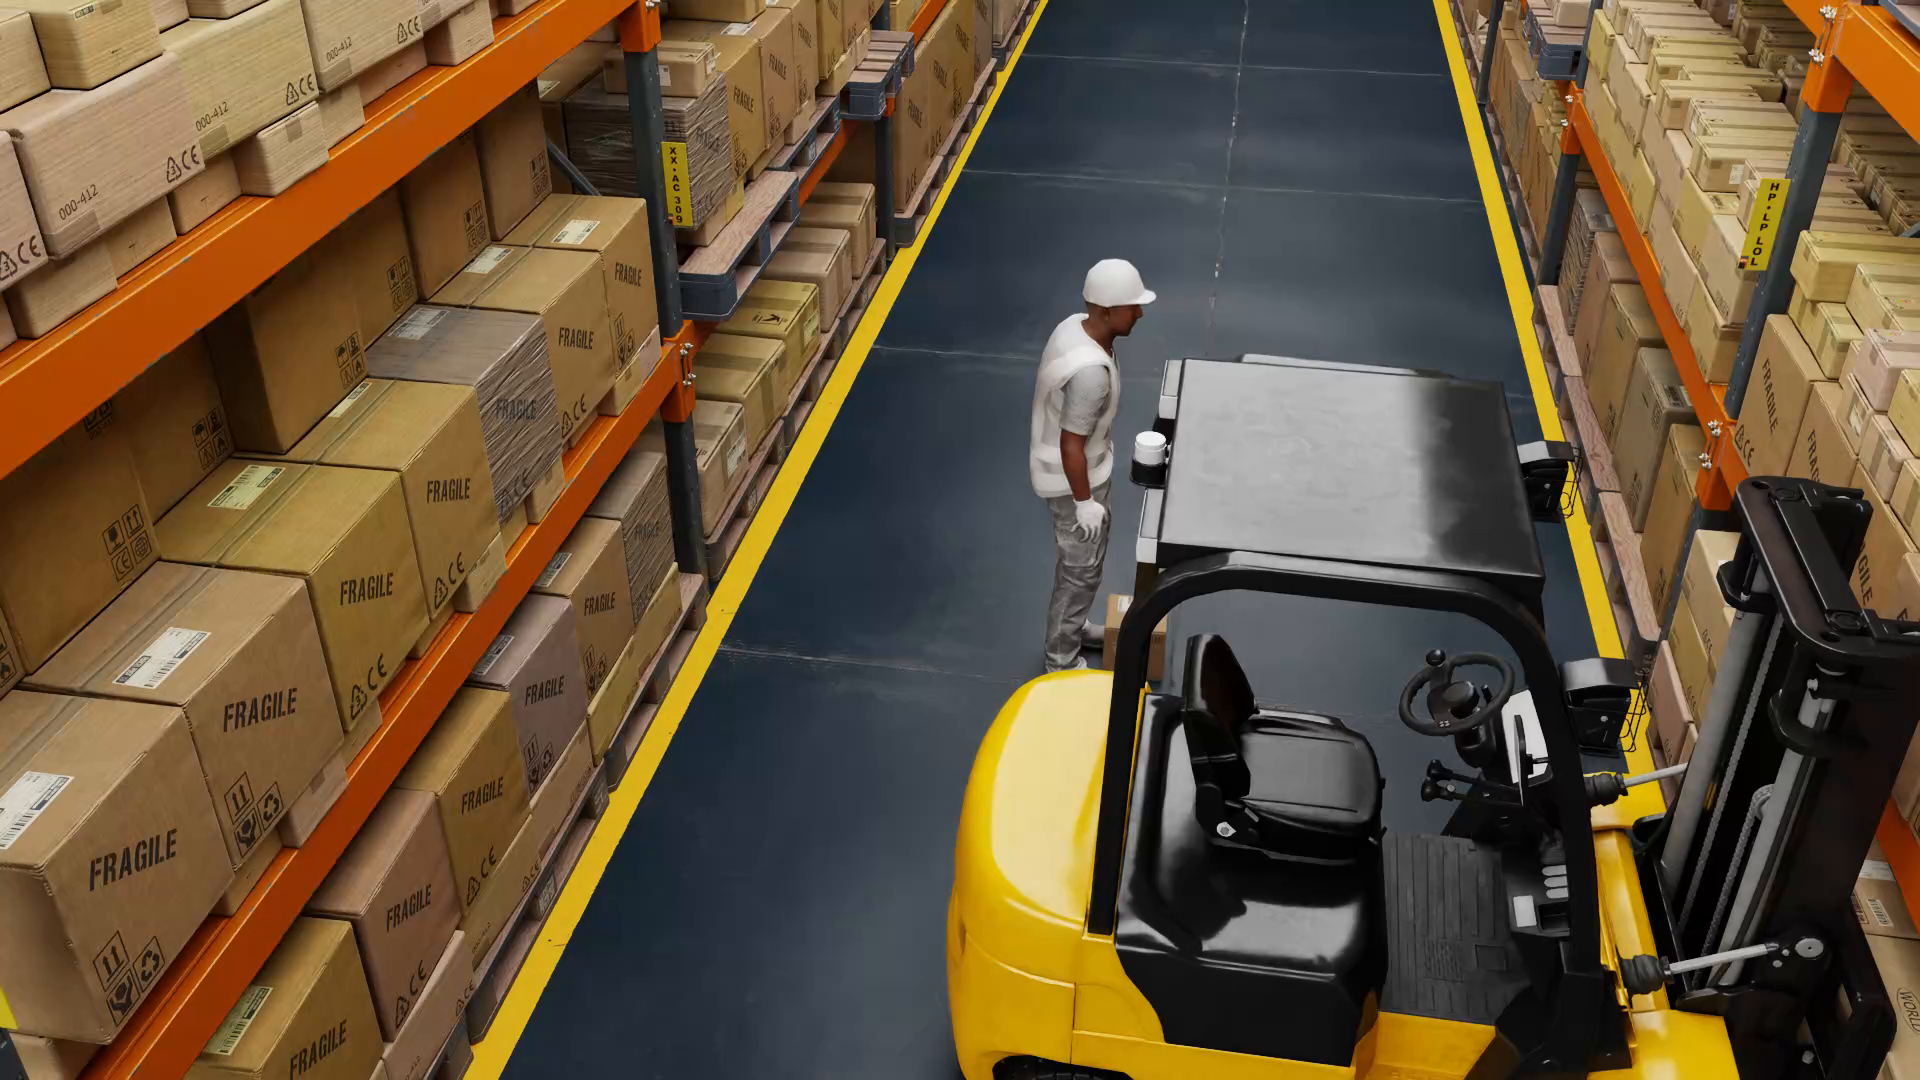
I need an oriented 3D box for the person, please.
[{"bbox_3d":[0.497,-0.256,6.536,0.449,1.773,0.620,3,32,5],"label":"person"}]
